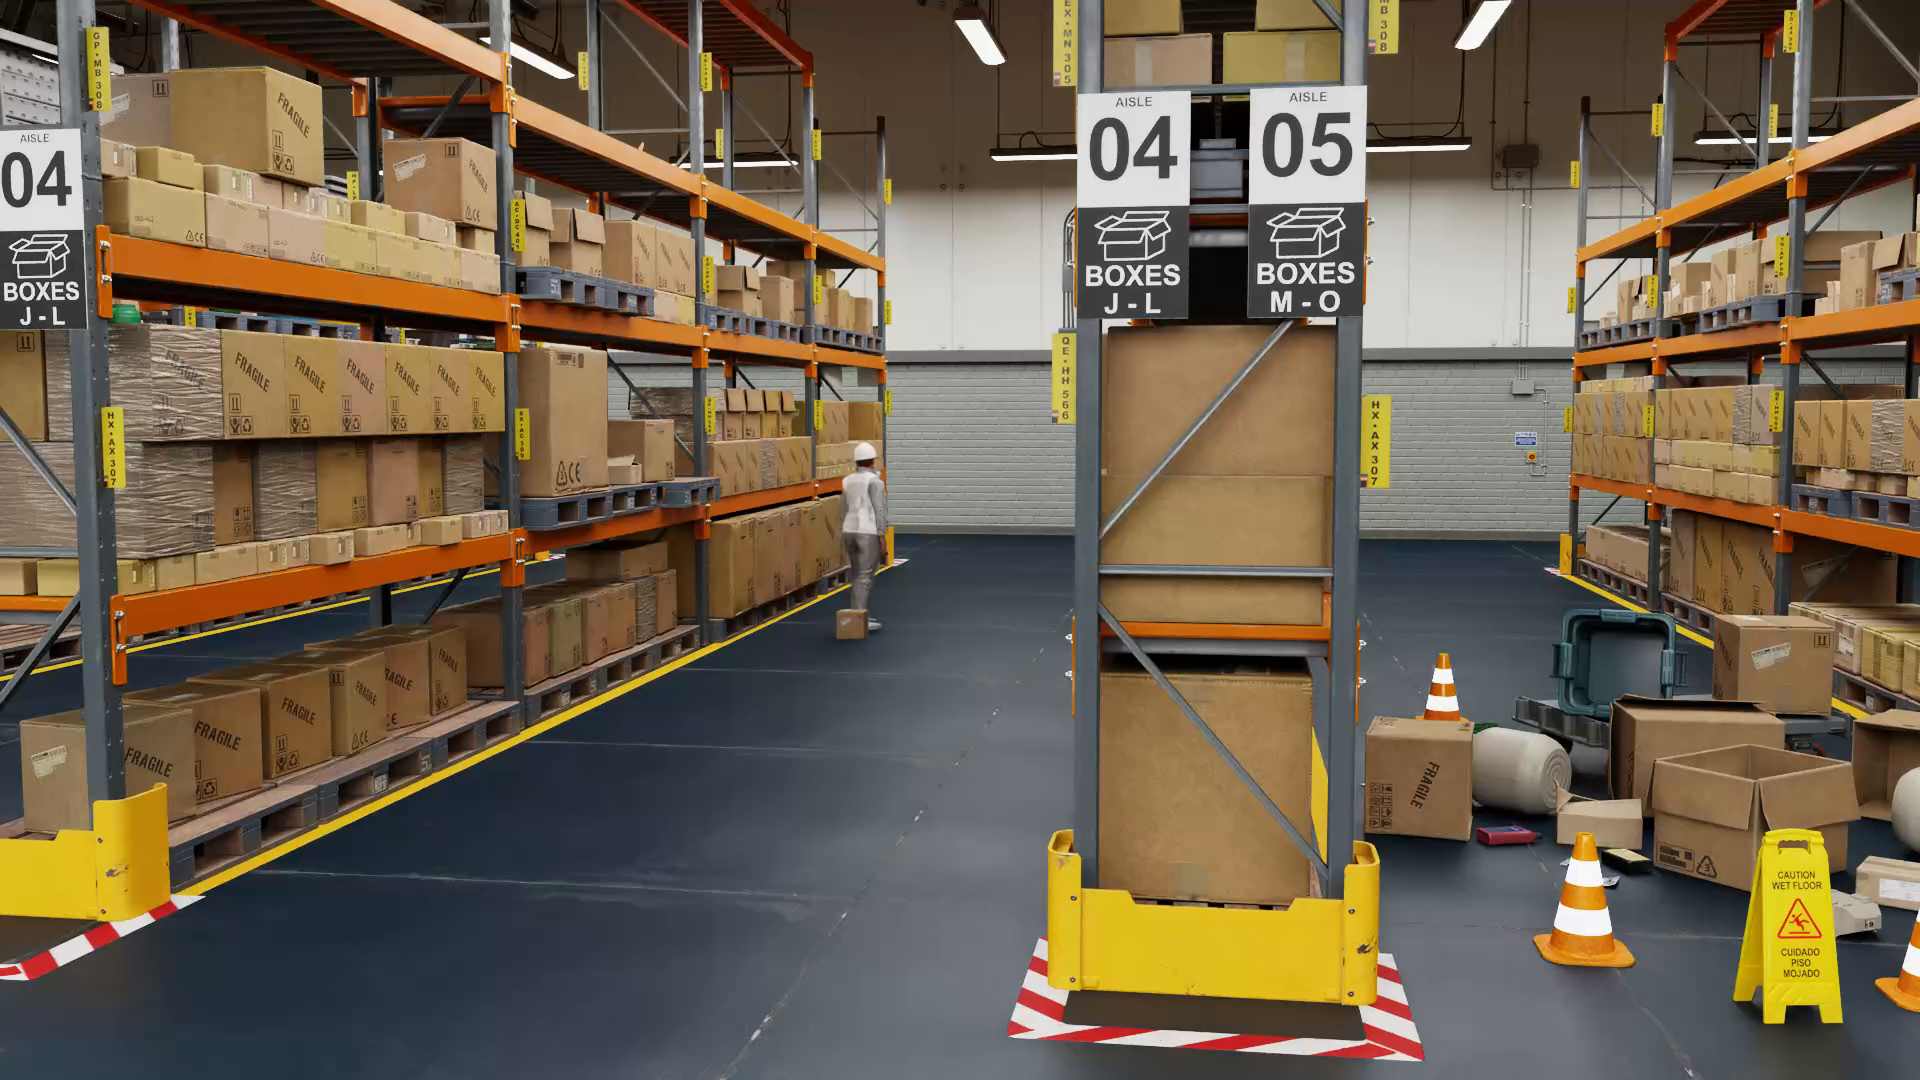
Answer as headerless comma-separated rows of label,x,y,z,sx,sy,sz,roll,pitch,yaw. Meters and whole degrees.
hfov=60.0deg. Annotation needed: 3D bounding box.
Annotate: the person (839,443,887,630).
person,-0.902,-0.033,15.799,0.551,1.776,0.555,-4,6,-43
